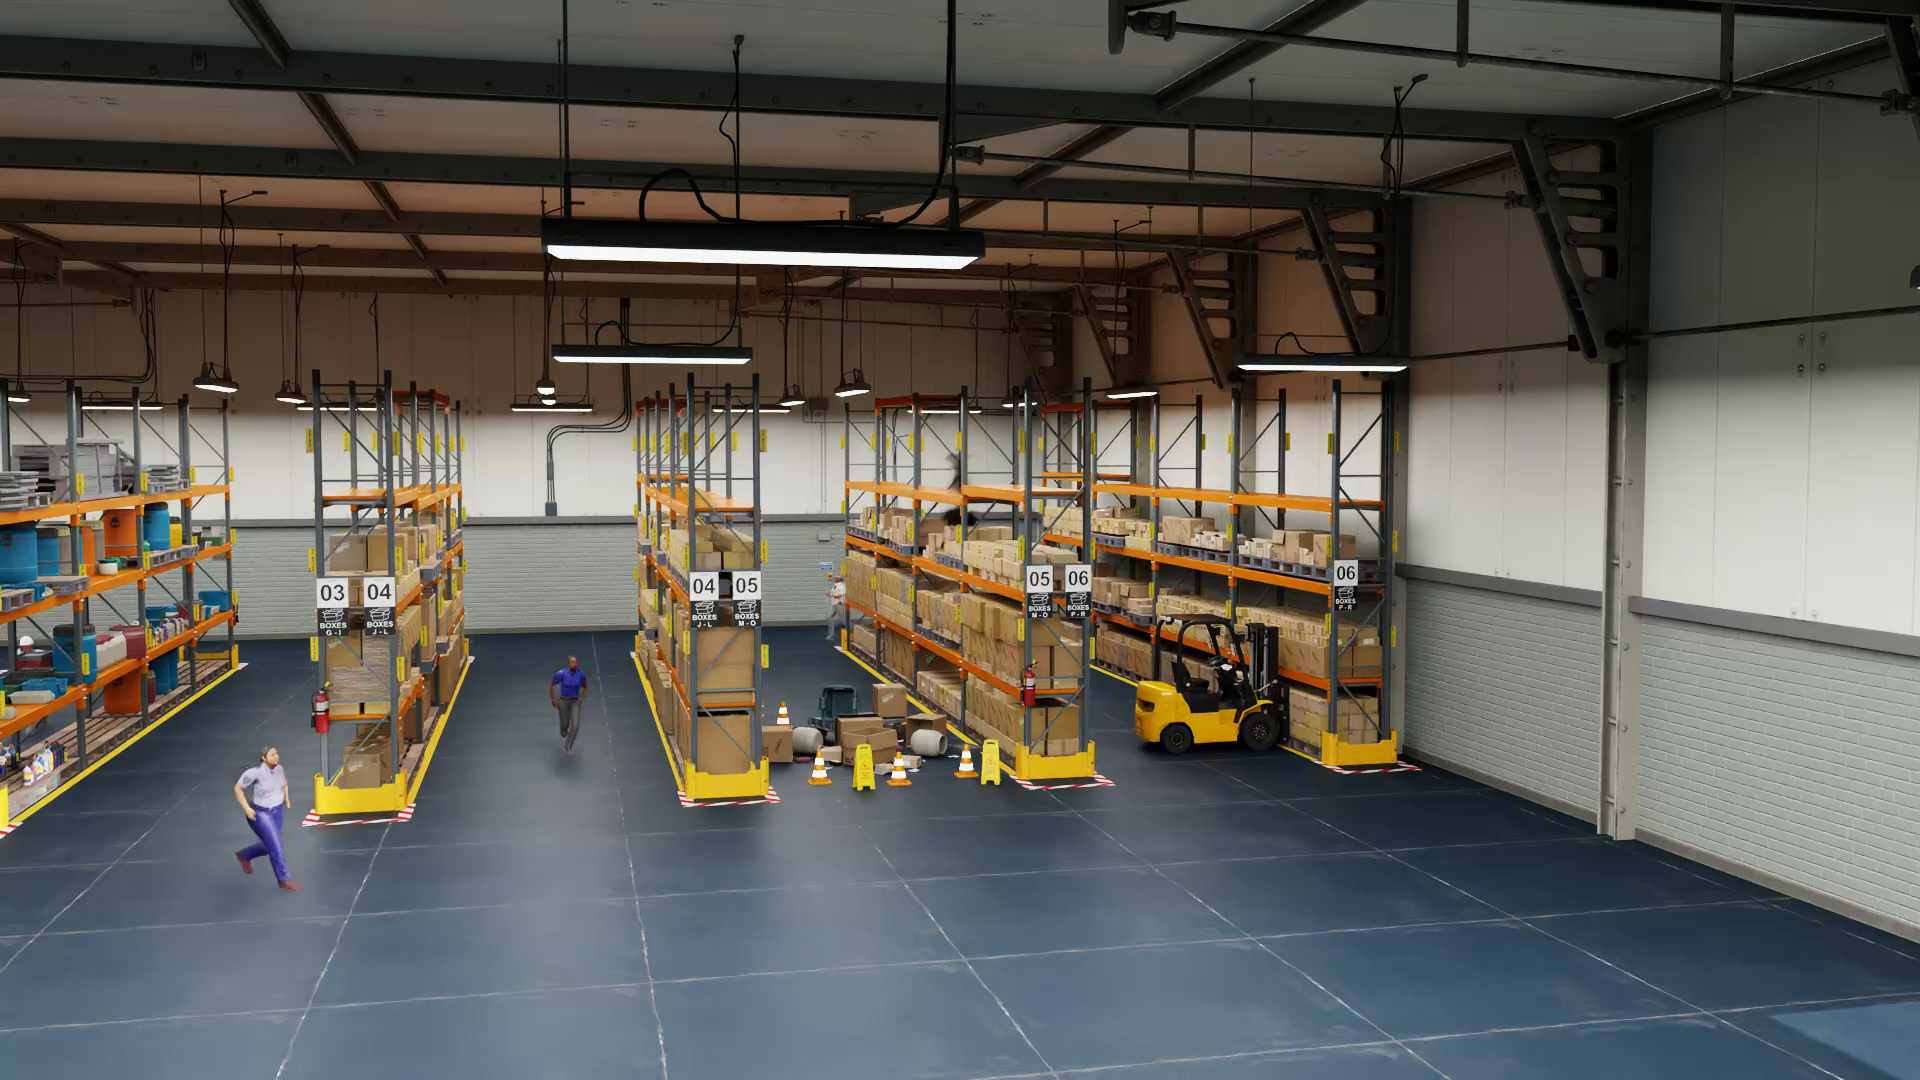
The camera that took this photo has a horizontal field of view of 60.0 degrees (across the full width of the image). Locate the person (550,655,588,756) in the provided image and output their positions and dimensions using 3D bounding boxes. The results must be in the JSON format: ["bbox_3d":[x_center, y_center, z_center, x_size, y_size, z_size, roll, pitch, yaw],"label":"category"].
[{"bbox_3d":[-6.353,2.666,26.994,0.601,1.620,0.681,-2,4,-26],"label":"person"}]

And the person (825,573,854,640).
[{"bbox_3d":[-3.112,1.703,42.552,0.756,1.758,0.547,-2,4,-28],"label":"person"}]

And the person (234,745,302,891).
[{"bbox_3d":[-7.839,3.117,18.739,0.914,1.645,0.630,1,4,21],"label":"person"}]

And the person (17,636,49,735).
[{"bbox_3d":[-16.183,2.501,29.023,0.697,1.731,1.050,-1,3,-12],"label":"person"}]
